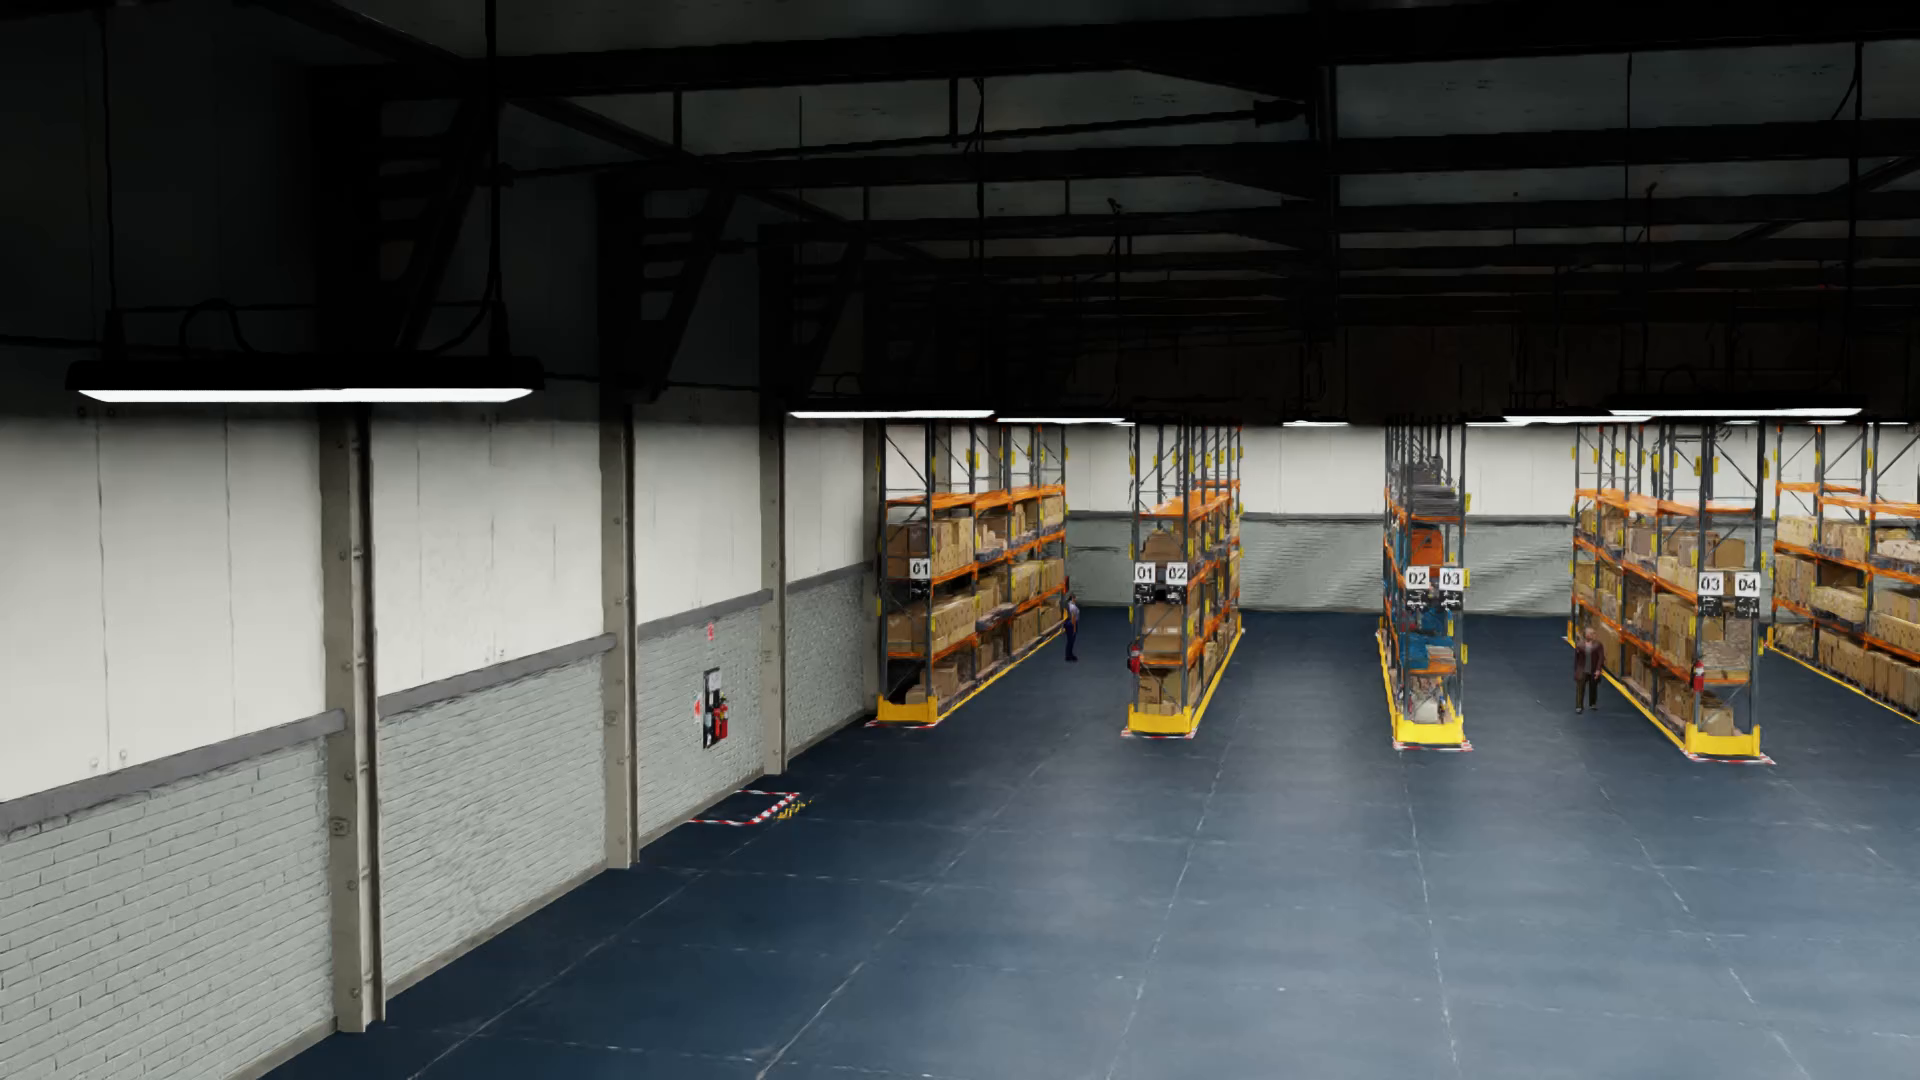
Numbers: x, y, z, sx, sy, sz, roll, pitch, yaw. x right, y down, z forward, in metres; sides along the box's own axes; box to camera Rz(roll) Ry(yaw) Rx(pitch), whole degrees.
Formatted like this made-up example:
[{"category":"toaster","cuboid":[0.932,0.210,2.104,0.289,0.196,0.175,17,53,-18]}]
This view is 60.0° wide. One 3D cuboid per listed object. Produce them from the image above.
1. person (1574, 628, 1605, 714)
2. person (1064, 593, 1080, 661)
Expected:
[{"category":"person","cuboid":[12.565,2.601,33.216,0.575,1.714,1.104,2,4,22]},{"category":"person","cuboid":[2.761,2.116,40.941,0.386,1.653,0.596,-1,4,-10]}]
